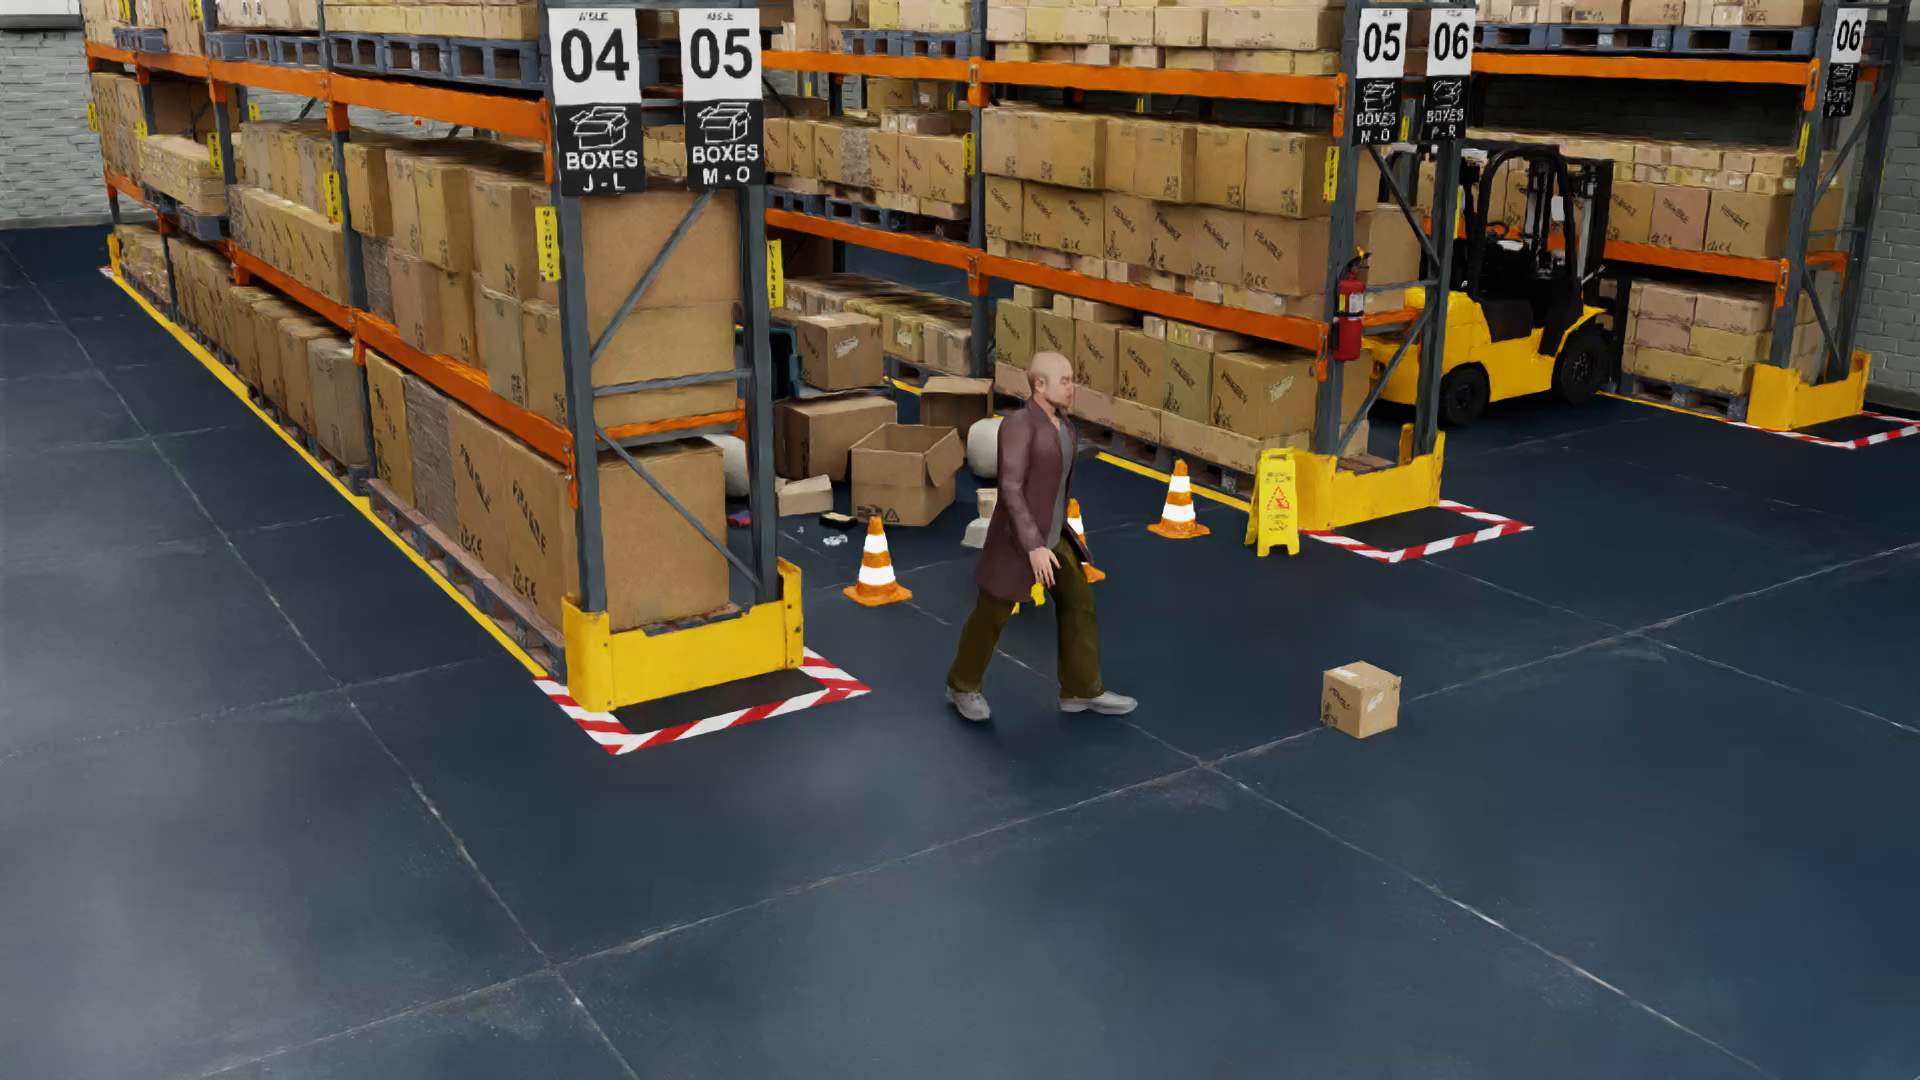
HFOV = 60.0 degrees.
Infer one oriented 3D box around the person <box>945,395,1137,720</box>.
[{"bbox_3d":[0.353,0.080,7.673,0.854,1.544,0.675,11,21,32],"label":"person"}]
